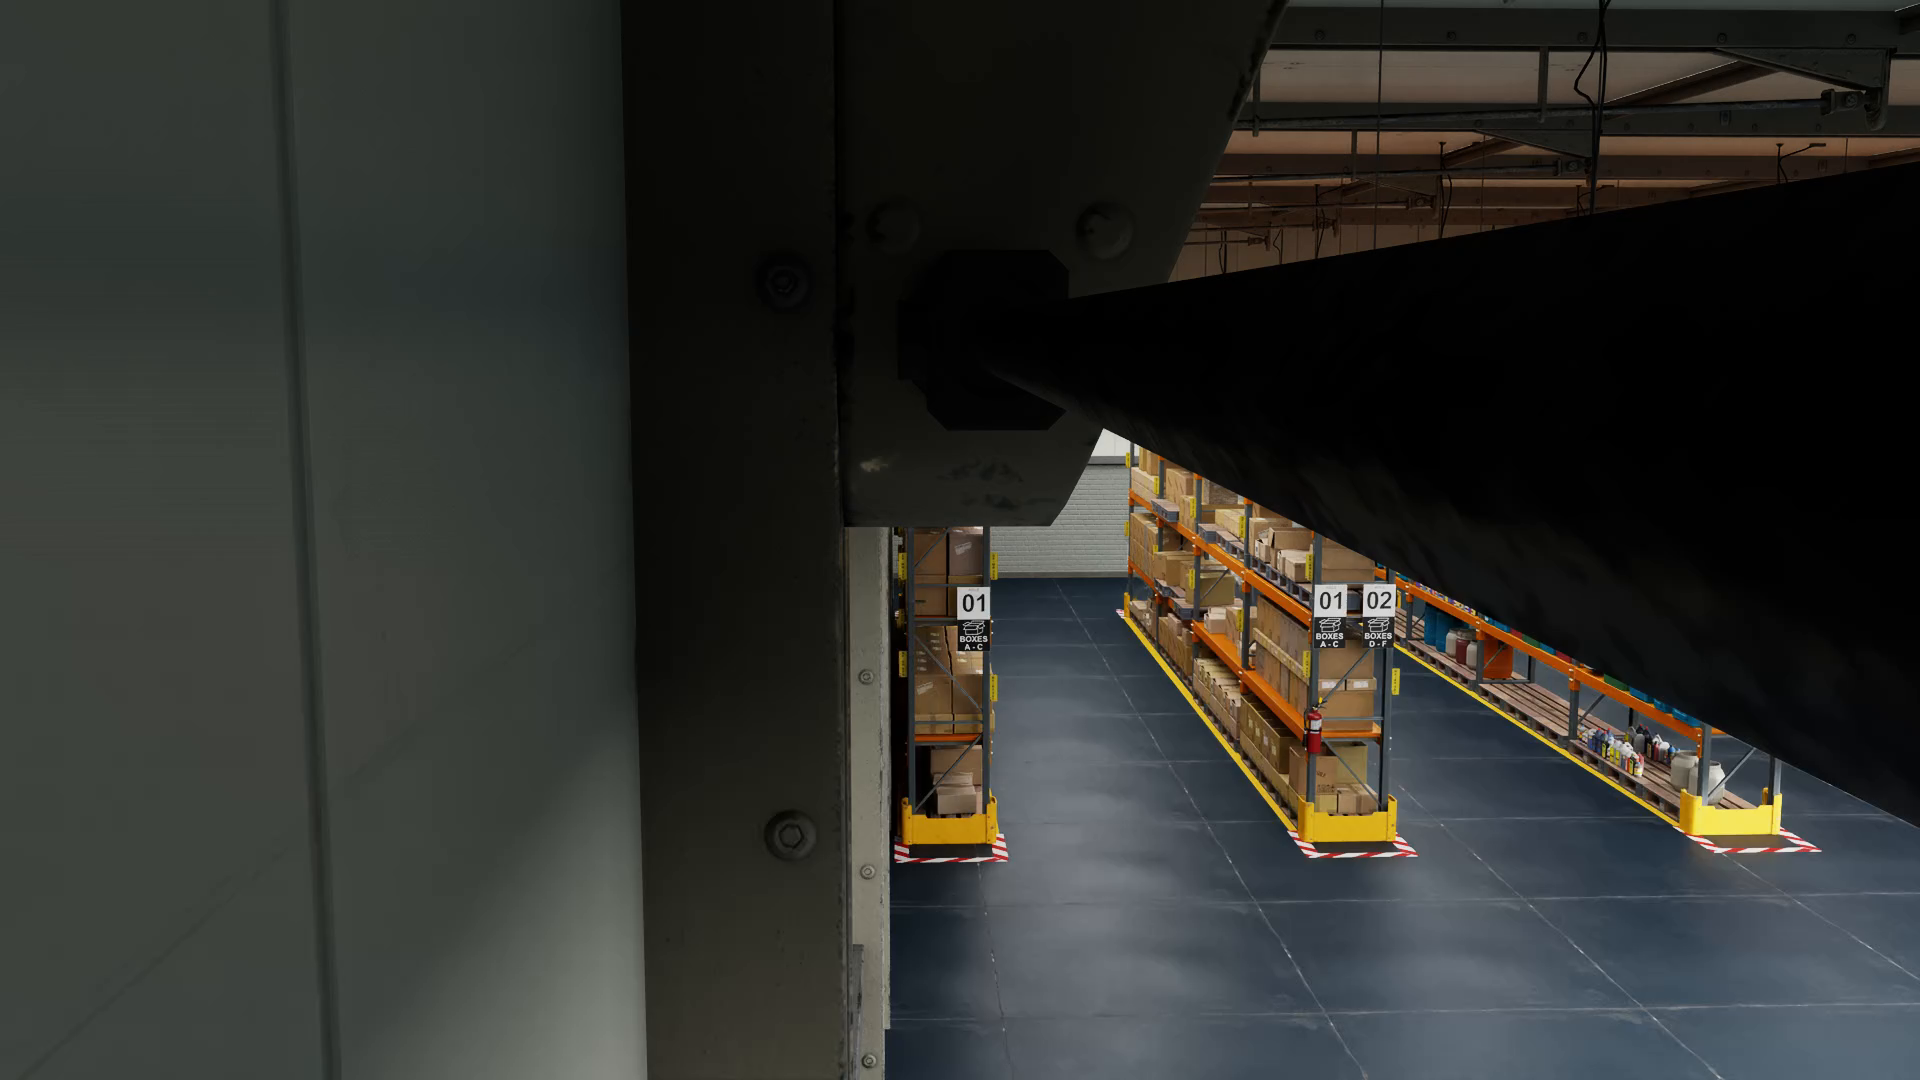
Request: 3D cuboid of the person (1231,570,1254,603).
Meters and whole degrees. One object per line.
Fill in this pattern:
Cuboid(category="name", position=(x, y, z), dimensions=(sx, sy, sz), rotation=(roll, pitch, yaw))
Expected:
Cuboid(category="person", position=(6.148, 0.953, 35.623), dimensions=(0.582, 1.642, 0.552), rotation=(-2, 8, -19))
